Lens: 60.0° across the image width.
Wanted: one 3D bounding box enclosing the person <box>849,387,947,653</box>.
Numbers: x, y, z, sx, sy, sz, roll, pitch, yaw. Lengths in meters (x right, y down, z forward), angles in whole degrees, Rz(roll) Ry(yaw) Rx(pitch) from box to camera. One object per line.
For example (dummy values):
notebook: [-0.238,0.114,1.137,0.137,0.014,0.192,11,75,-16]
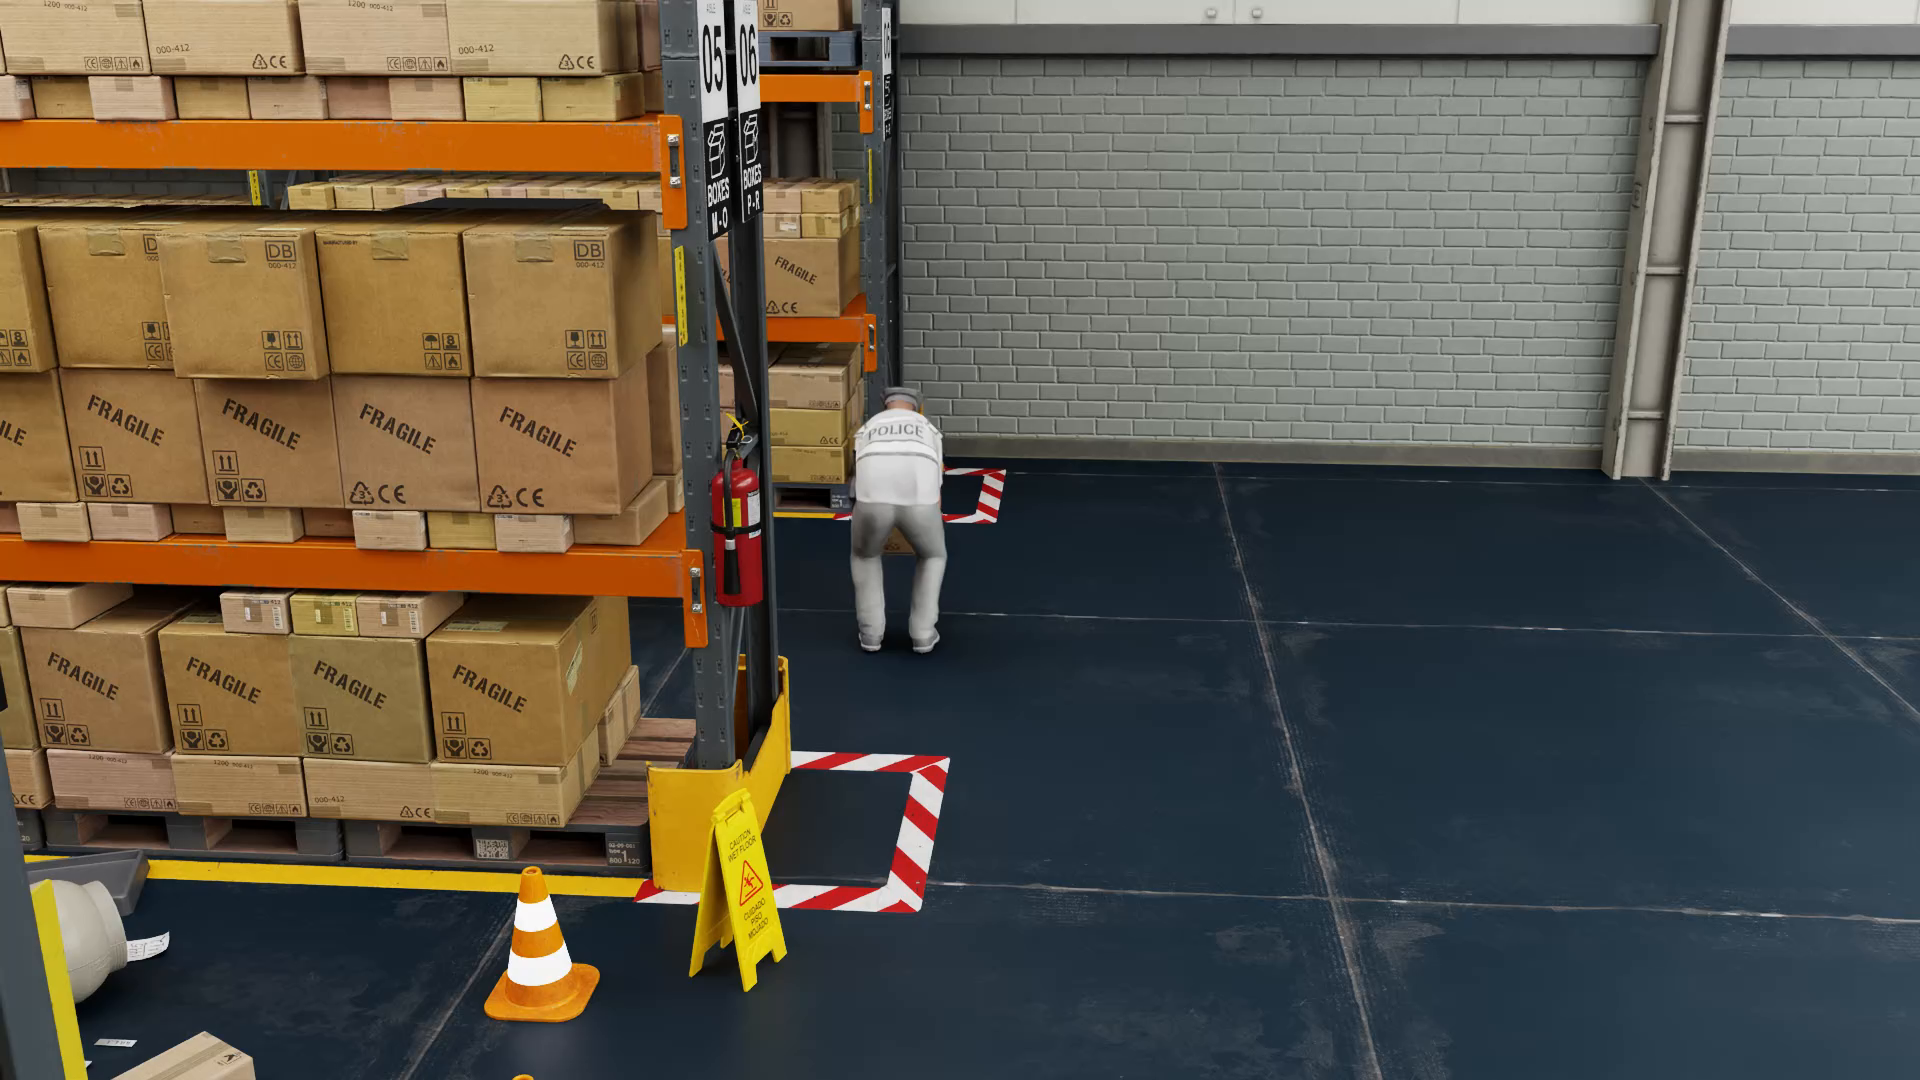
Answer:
person: [-0.314,-0.117,8.740,0.506,1.260,1.013,1,17,2]
